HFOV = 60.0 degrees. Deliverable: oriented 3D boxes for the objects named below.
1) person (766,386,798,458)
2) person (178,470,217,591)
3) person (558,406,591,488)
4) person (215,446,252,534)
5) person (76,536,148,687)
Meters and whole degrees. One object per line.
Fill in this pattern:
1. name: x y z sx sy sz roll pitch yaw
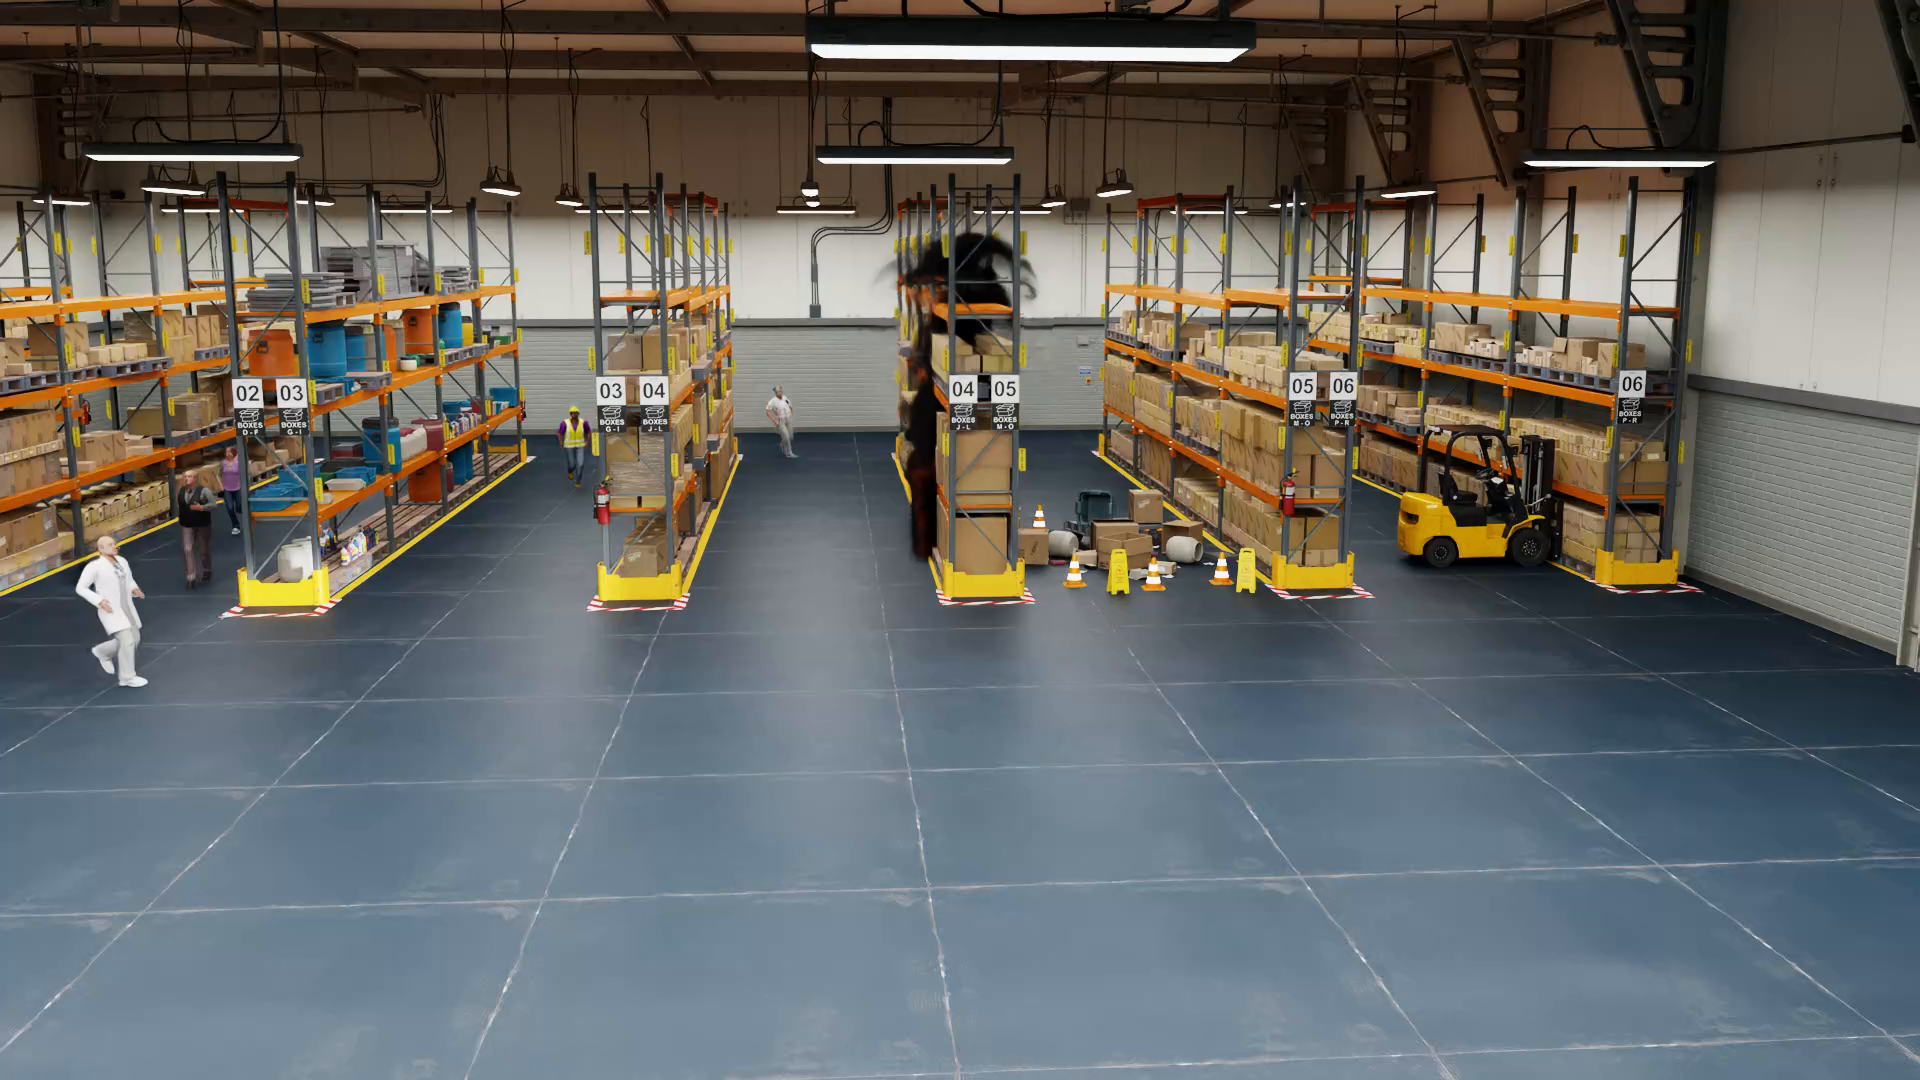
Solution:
1. person: -4.285 -2.831 39.755 0.715 1.733 0.732 -8 13 -37
2. person: -11.317 -0.159 24.707 0.630 1.785 0.789 -1 10 -8
3. person: -8.084 -1.963 34.927 0.685 1.718 0.633 -3 10 -17
4. person: -12.762 -0.880 29.248 0.588 1.539 0.575 -2 10 -11
5. person: -9.731 0.815 19.090 0.826 1.735 0.715 3 11 18
